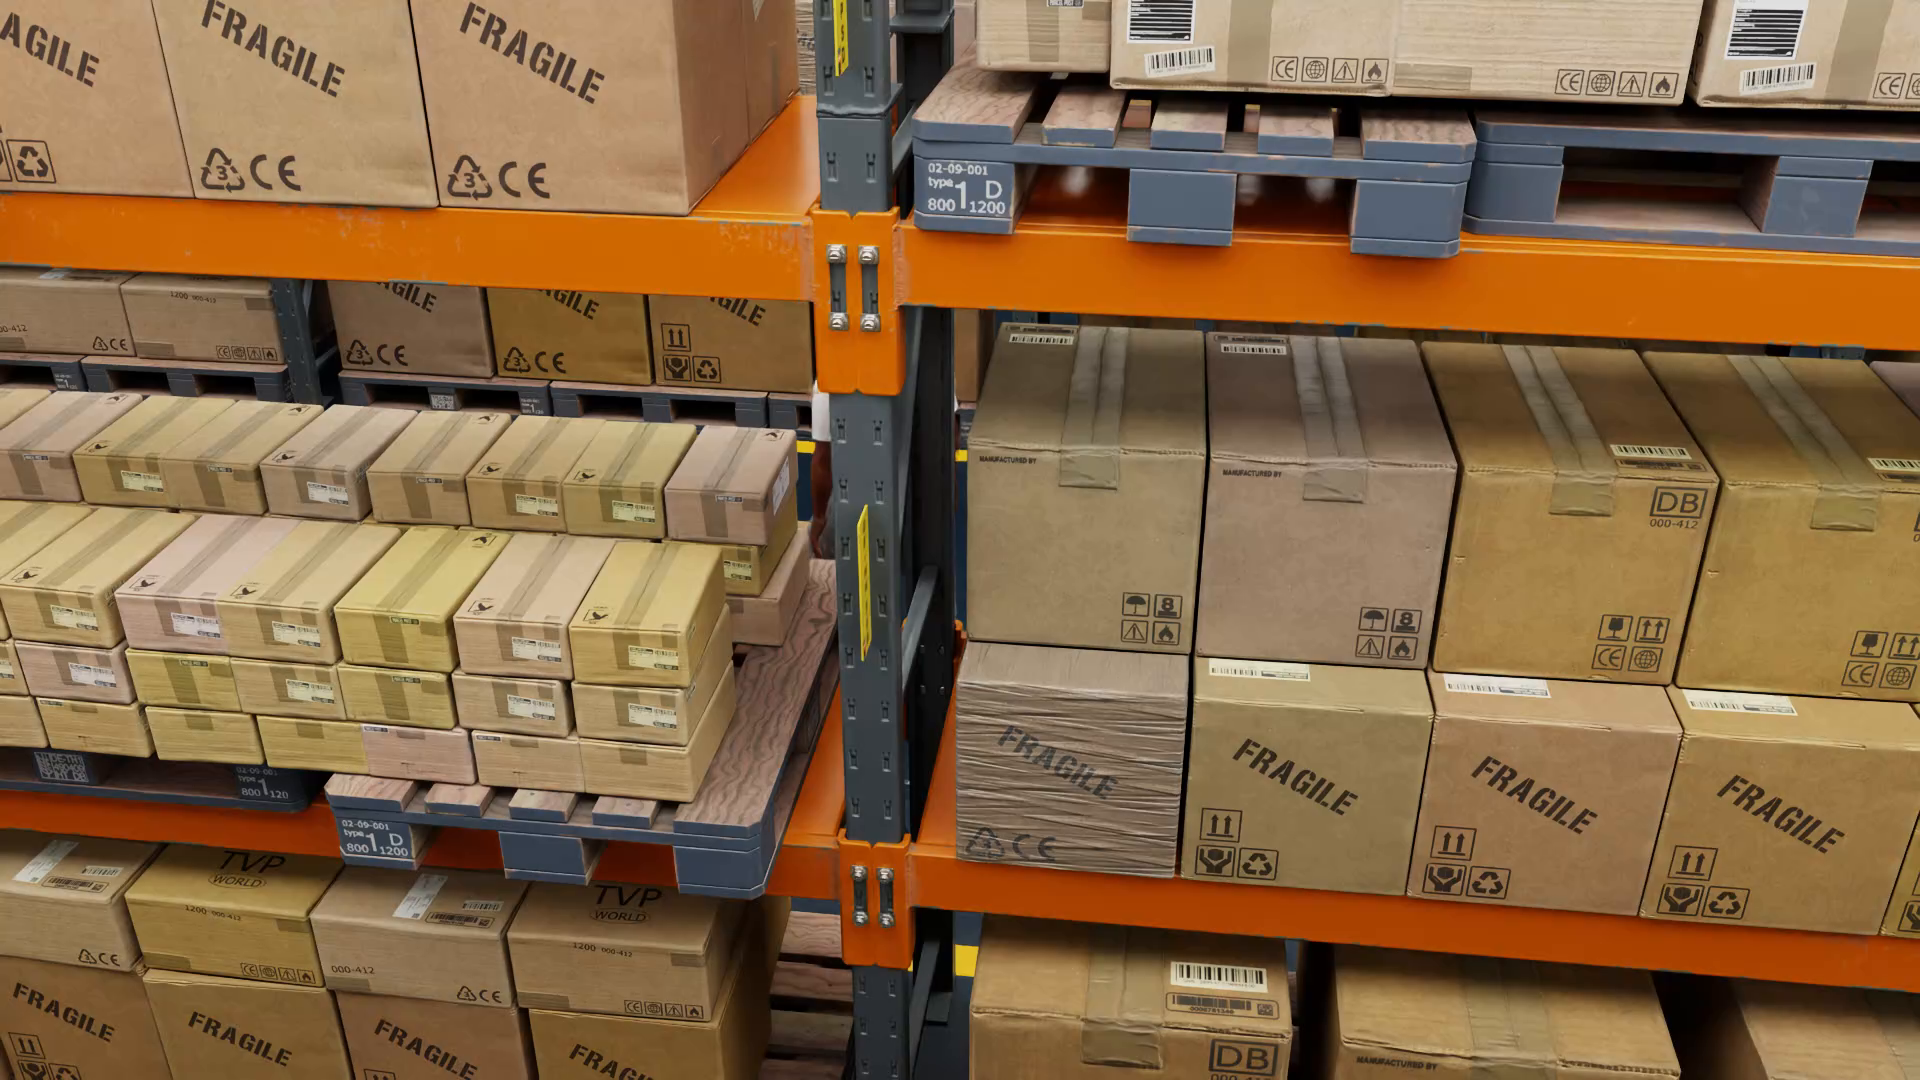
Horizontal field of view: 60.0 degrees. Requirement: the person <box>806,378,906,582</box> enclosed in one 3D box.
[{"bbox_3d":[-0.400,-0.216,6.495,0.776,1.728,0.838,-15,31,-25],"label":"person"}]
